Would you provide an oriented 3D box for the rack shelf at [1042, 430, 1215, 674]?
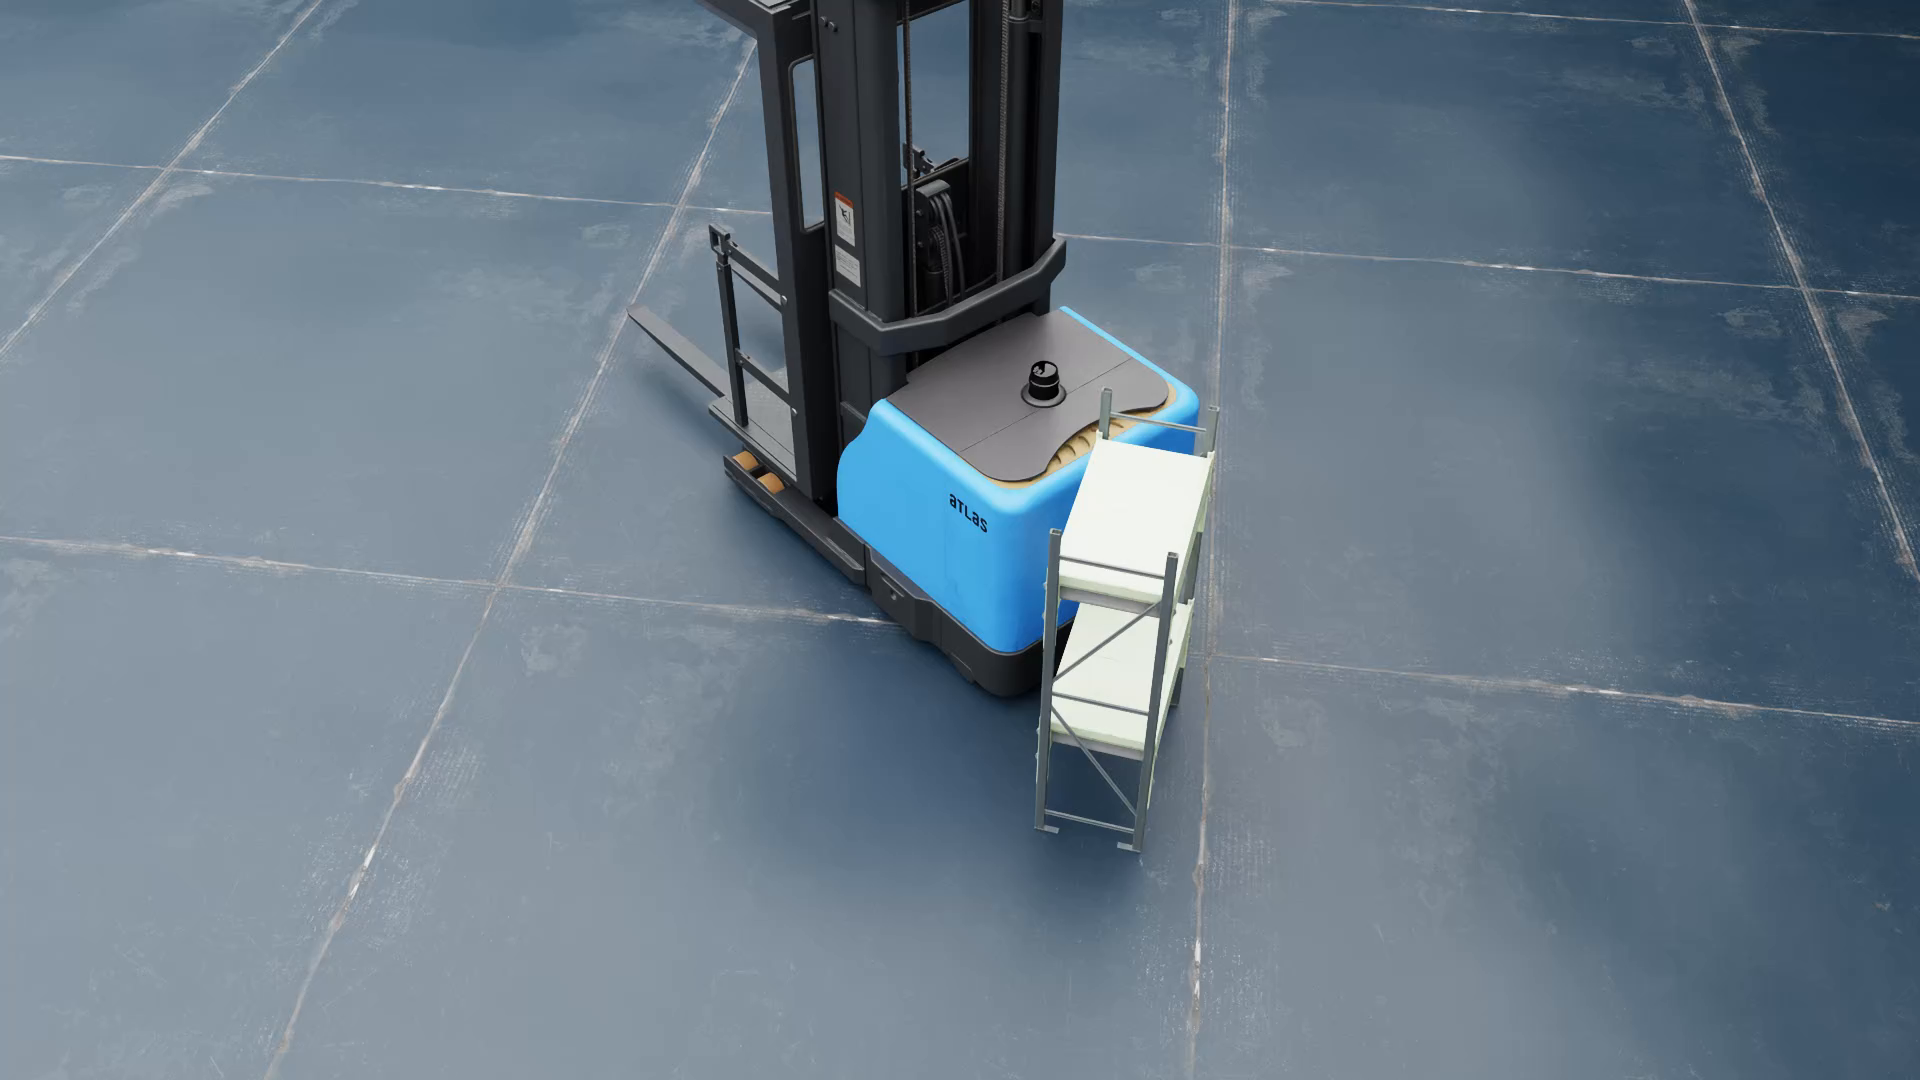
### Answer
[{"bbox_3d":[0.572,0.029,5.584,0.431,0.370,0.720,11,45,12],"label":"rack shelf"}]

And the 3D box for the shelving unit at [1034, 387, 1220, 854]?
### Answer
[{"bbox_3d":[0.572,0.312,5.852,0.431,1.500,0.755,11,45,12],"label":"shelving unit"}]

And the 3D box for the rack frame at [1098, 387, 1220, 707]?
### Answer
[{"bbox_3d":[0.673,0.070,6.107,0.400,1.500,0.023,11,45,12],"label":"rack frame"}]

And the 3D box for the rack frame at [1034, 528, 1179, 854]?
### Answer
[{"bbox_3d":[0.470,0.554,5.597,0.400,1.500,0.023,11,45,12],"label":"rack frame"}]

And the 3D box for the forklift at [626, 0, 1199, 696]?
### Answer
[{"bbox_3d":[-0.407,-1.395,6.614,1.130,2.935,3.031,-30,51,-28],"label":"forklift"}]

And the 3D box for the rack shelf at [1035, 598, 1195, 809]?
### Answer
[{"bbox_3d":[0.572,0.549,6.076,0.431,0.370,0.720,11,45,12],"label":"rack shelf"}]
